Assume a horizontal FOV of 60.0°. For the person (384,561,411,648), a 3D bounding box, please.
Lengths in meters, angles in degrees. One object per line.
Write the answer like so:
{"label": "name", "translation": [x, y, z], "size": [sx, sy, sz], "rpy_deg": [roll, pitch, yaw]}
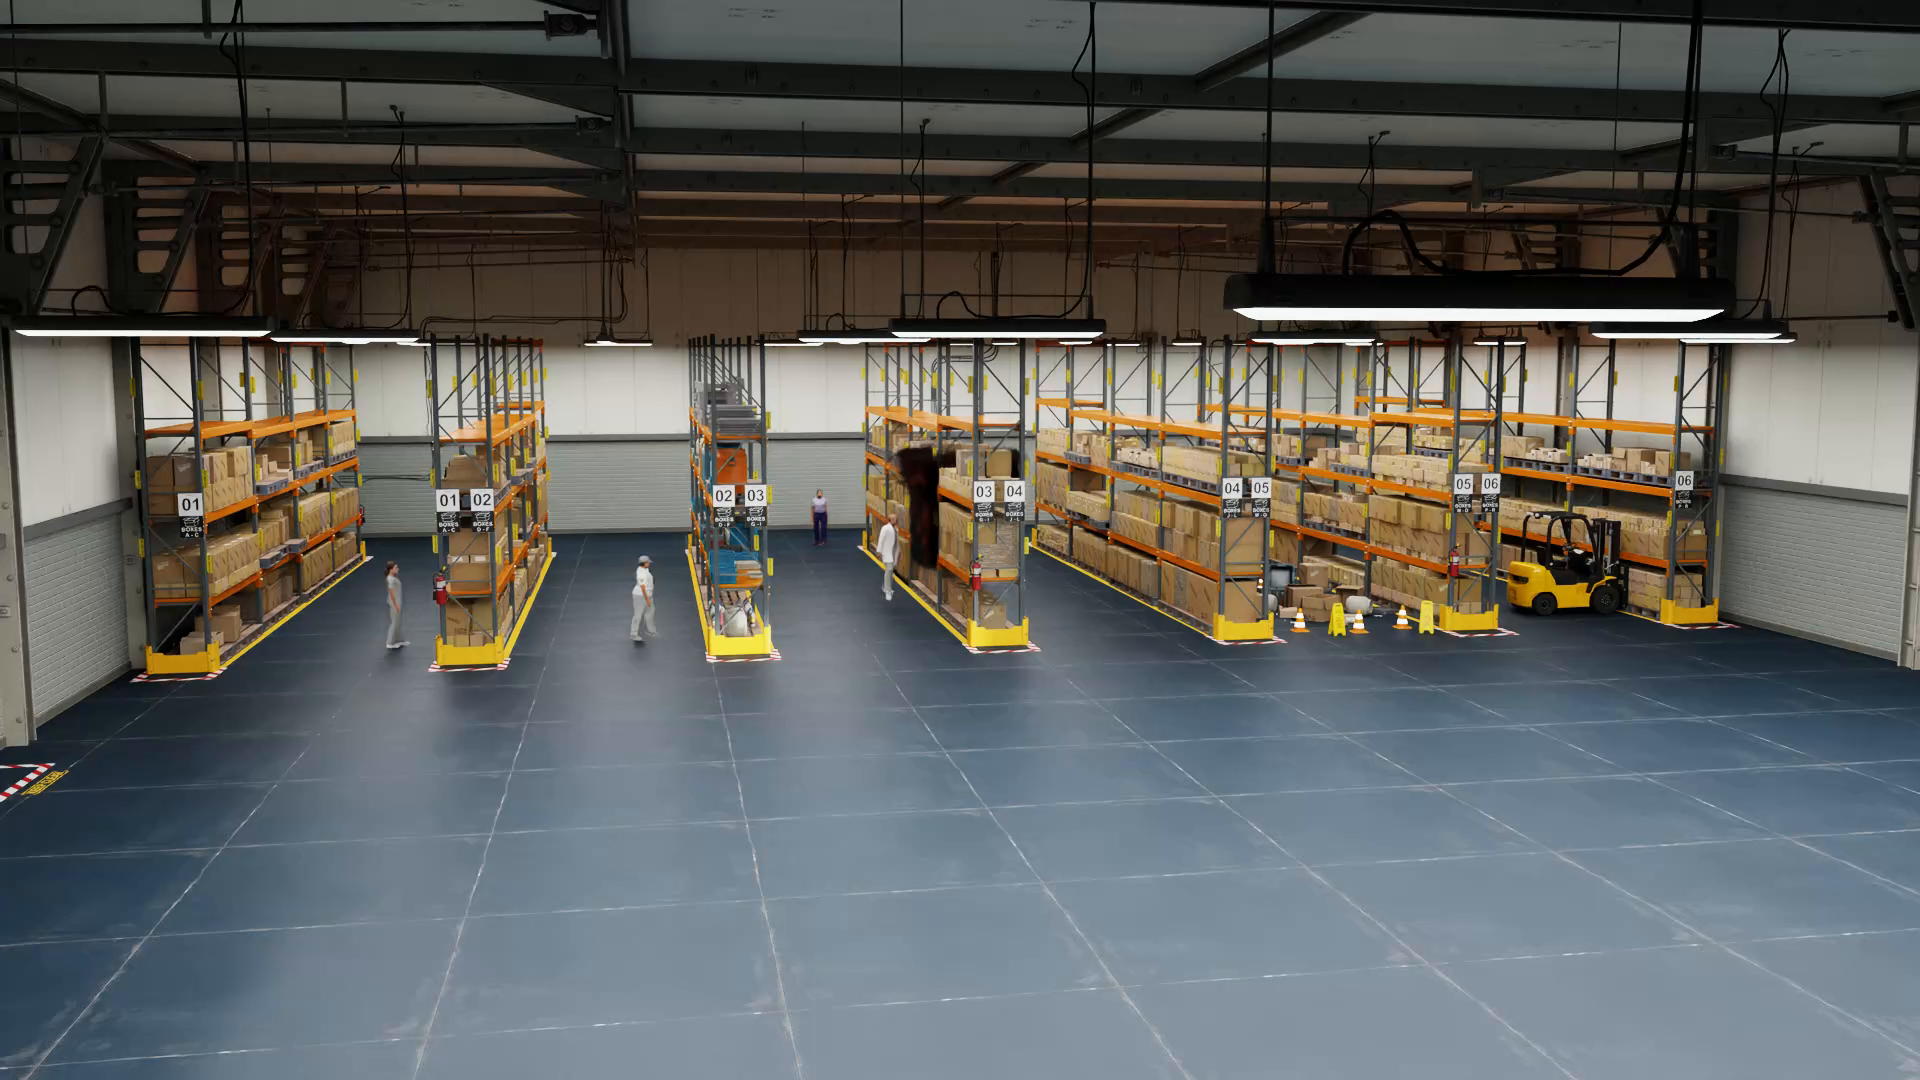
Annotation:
{"label": "person", "translation": [-10.842, 1.238, 32.021], "size": [0.544, 1.676, 0.450], "rpy_deg": [-4, 8, -31]}

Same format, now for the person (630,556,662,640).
{"label": "person", "translation": [-6.251, 1.142, 32.977], "size": [0.528, 1.695, 0.661], "rpy_deg": [1, 7, 6]}

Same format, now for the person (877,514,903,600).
{"label": "person", "translation": [-1.571, 0.361, 36.829], "size": [0.664, 1.879, 0.570], "rpy_deg": [-5, 8, -39]}

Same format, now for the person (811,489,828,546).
{"label": "person", "translation": [-4.116, -0.644, 48.581], "size": [0.495, 1.658, 0.422], "rpy_deg": [0, 7, -1]}

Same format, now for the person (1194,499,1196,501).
{"label": "person", "translation": [7.534, -1.070, 52.191], "size": [1.097, 1.637, 0.633], "rpy_deg": [-4, 7, -28]}
